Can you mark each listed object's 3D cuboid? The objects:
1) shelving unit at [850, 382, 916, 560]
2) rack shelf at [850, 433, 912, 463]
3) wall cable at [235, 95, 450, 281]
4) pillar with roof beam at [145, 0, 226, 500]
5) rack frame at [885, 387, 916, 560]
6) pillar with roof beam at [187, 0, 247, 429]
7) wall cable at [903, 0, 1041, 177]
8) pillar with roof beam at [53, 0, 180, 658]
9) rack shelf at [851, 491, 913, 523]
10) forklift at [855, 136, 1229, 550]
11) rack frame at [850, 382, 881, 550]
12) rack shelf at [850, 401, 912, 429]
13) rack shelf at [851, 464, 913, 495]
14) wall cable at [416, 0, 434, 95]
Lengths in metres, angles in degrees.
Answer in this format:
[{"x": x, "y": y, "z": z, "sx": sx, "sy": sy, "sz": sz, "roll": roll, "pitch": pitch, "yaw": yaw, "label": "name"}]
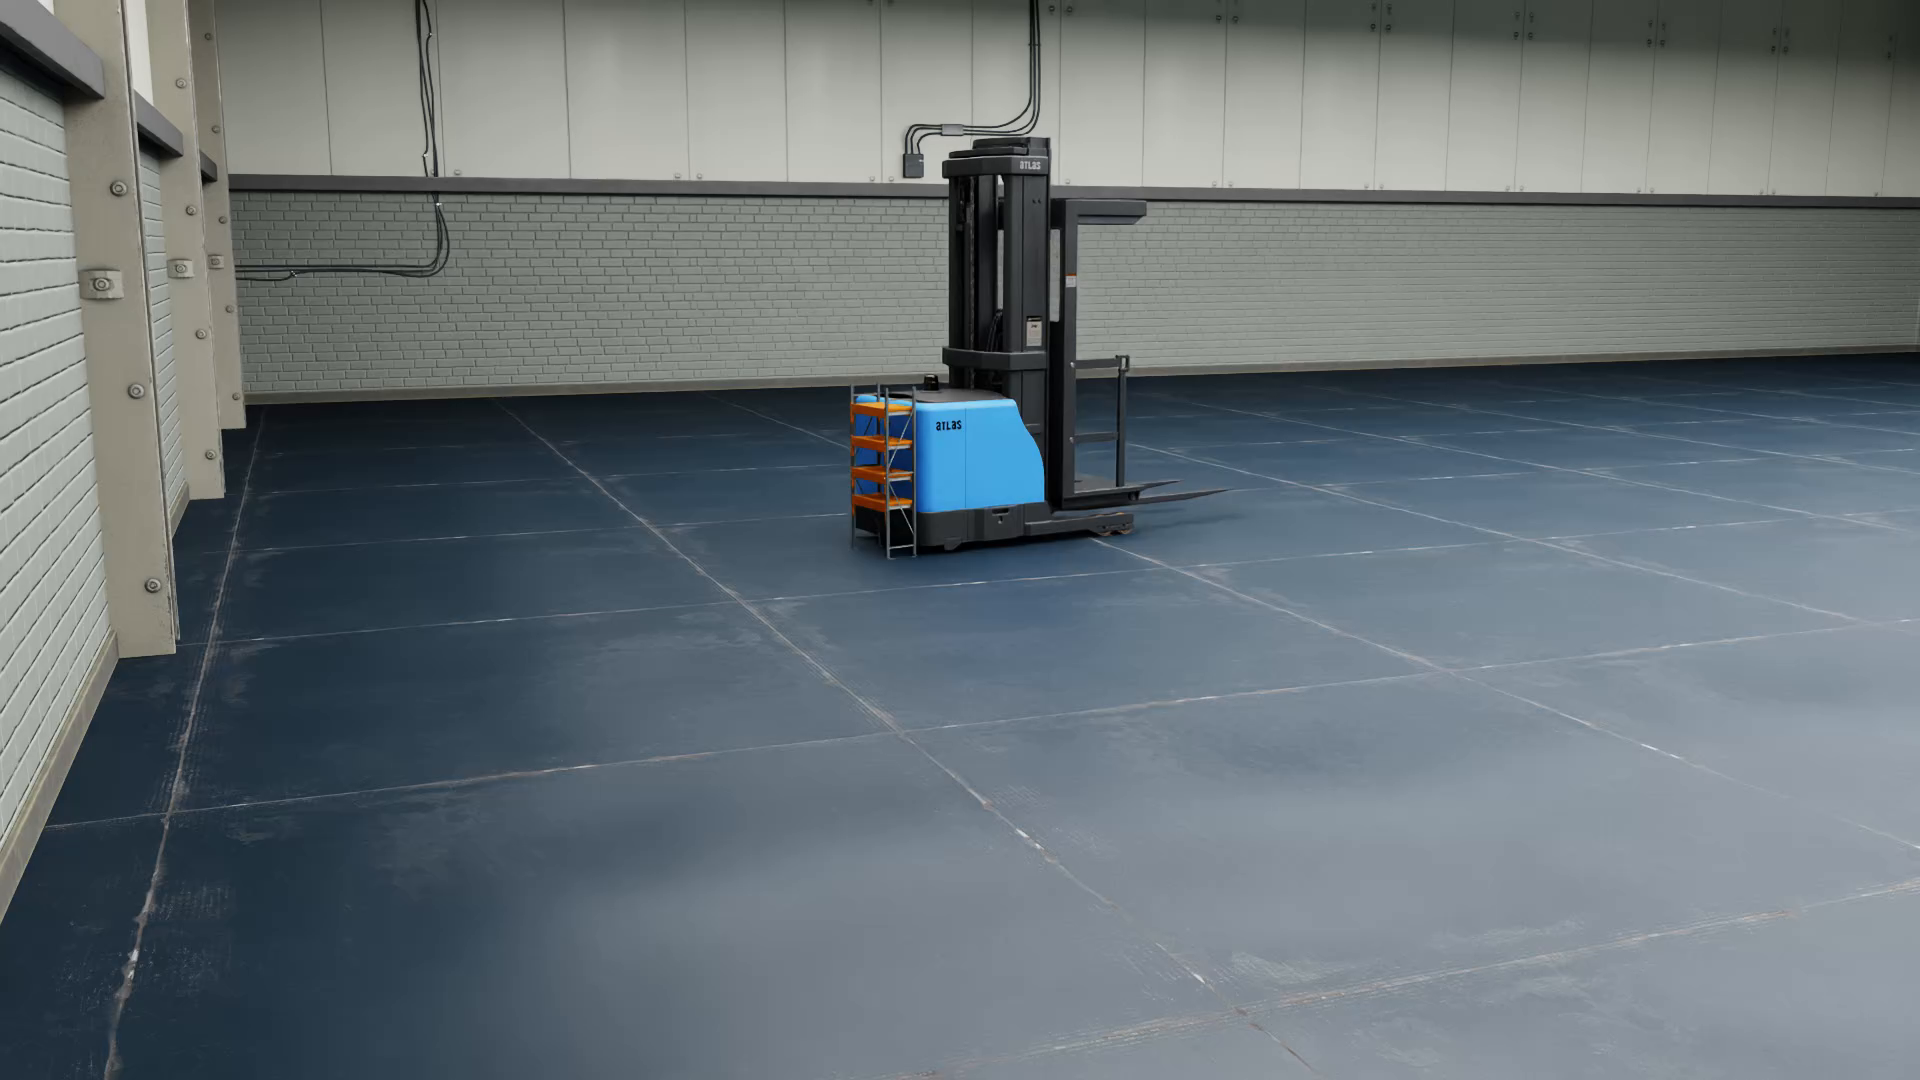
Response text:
[{"x": -0.546, "y": -0.498, "z": 11.793, "sx": 0.258, "sy": 1.200, "sz": 0.503, "roll": -7, "pitch": 12, "yaw": -33, "label": "shelving unit"}, {"x": -0.546, "y": -0.652, "z": 11.766, "sx": 0.258, "sy": 0.148, "sz": 0.480, "roll": -7, "pitch": 12, "yaw": -33, "label": "rack shelf"}, {"x": -8.636, "y": -4.835, "z": 22.771, "sx": 3.097, "sy": 2.526, "sz": 0.112, "roll": -4, "pitch": 11, "yaw": -21, "label": "wall cable"}, {"x": -2.614, "y": -5.092, "z": 15.354, "sx": 9.100, "sy": 9.000, "sz": 0.400, "roll": -4, "pitch": 11, "yaw": -21, "label": "pillar with roof beam"}, {"x": -0.413, "y": -0.462, "z": 11.592, "sx": 0.240, "sy": 1.200, "sz": 0.015, "roll": -7, "pitch": 12, "yaw": -33, "label": "rack frame"}, {"x": -4.788, "y": -6.072, "z": 20.860, "sx": 9.100, "sy": 9.000, "sz": 0.400, "roll": -4, "pitch": 11, "yaw": -21, "label": "pillar with roof beam"}, {"x": 0.218, "y": -8.638, "z": 25.574, "sx": 2.305, "sy": 6.003, "sz": 0.169, "roll": -4, "pitch": 11, "yaw": -21, "label": "wall cable"}, {"x": -0.440, "y": -4.113, "z": 9.848, "sx": 9.100, "sy": 9.000, "sz": 0.400, "roll": -4, "pitch": 11, "yaw": -21, "label": "pillar with roof beam"}, {"x": -0.546, "y": -0.236, "z": 11.840, "sx": 0.258, "sy": 0.148, "sz": 0.480, "roll": -7, "pitch": 12, "yaw": -33, "label": "rack shelf"}, {"x": 0.729, "y": -1.540, "z": 12.710, "sx": 3.031, "sy": 2.935, "sz": 1.130, "roll": -6, "pitch": 12, "yaw": -32, "label": "forklift"}, {"x": -0.680, "y": -0.534, "z": 11.994, "sx": 0.240, "sy": 1.200, "sz": 0.015, "roll": -7, "pitch": 12, "yaw": -33, "label": "rack frame"}, {"x": -0.546, "y": -0.885, "z": 11.724, "sx": 0.258, "sy": 0.148, "sz": 0.480, "roll": -7, "pitch": 12, "yaw": -33, "label": "rack shelf"}, {"x": -0.546, "y": -0.432, "z": 11.805, "sx": 0.258, "sy": 0.148, "sz": 0.480, "roll": -7, "pitch": 12, "yaw": -33, "label": "rack shelf"}, {"x": -6.114, "y": -7.493, "z": 23.294, "sx": 3.097, "sy": 2.526, "sz": 0.112, "roll": -4, "pitch": 11, "yaw": -21, "label": "wall cable"}]
